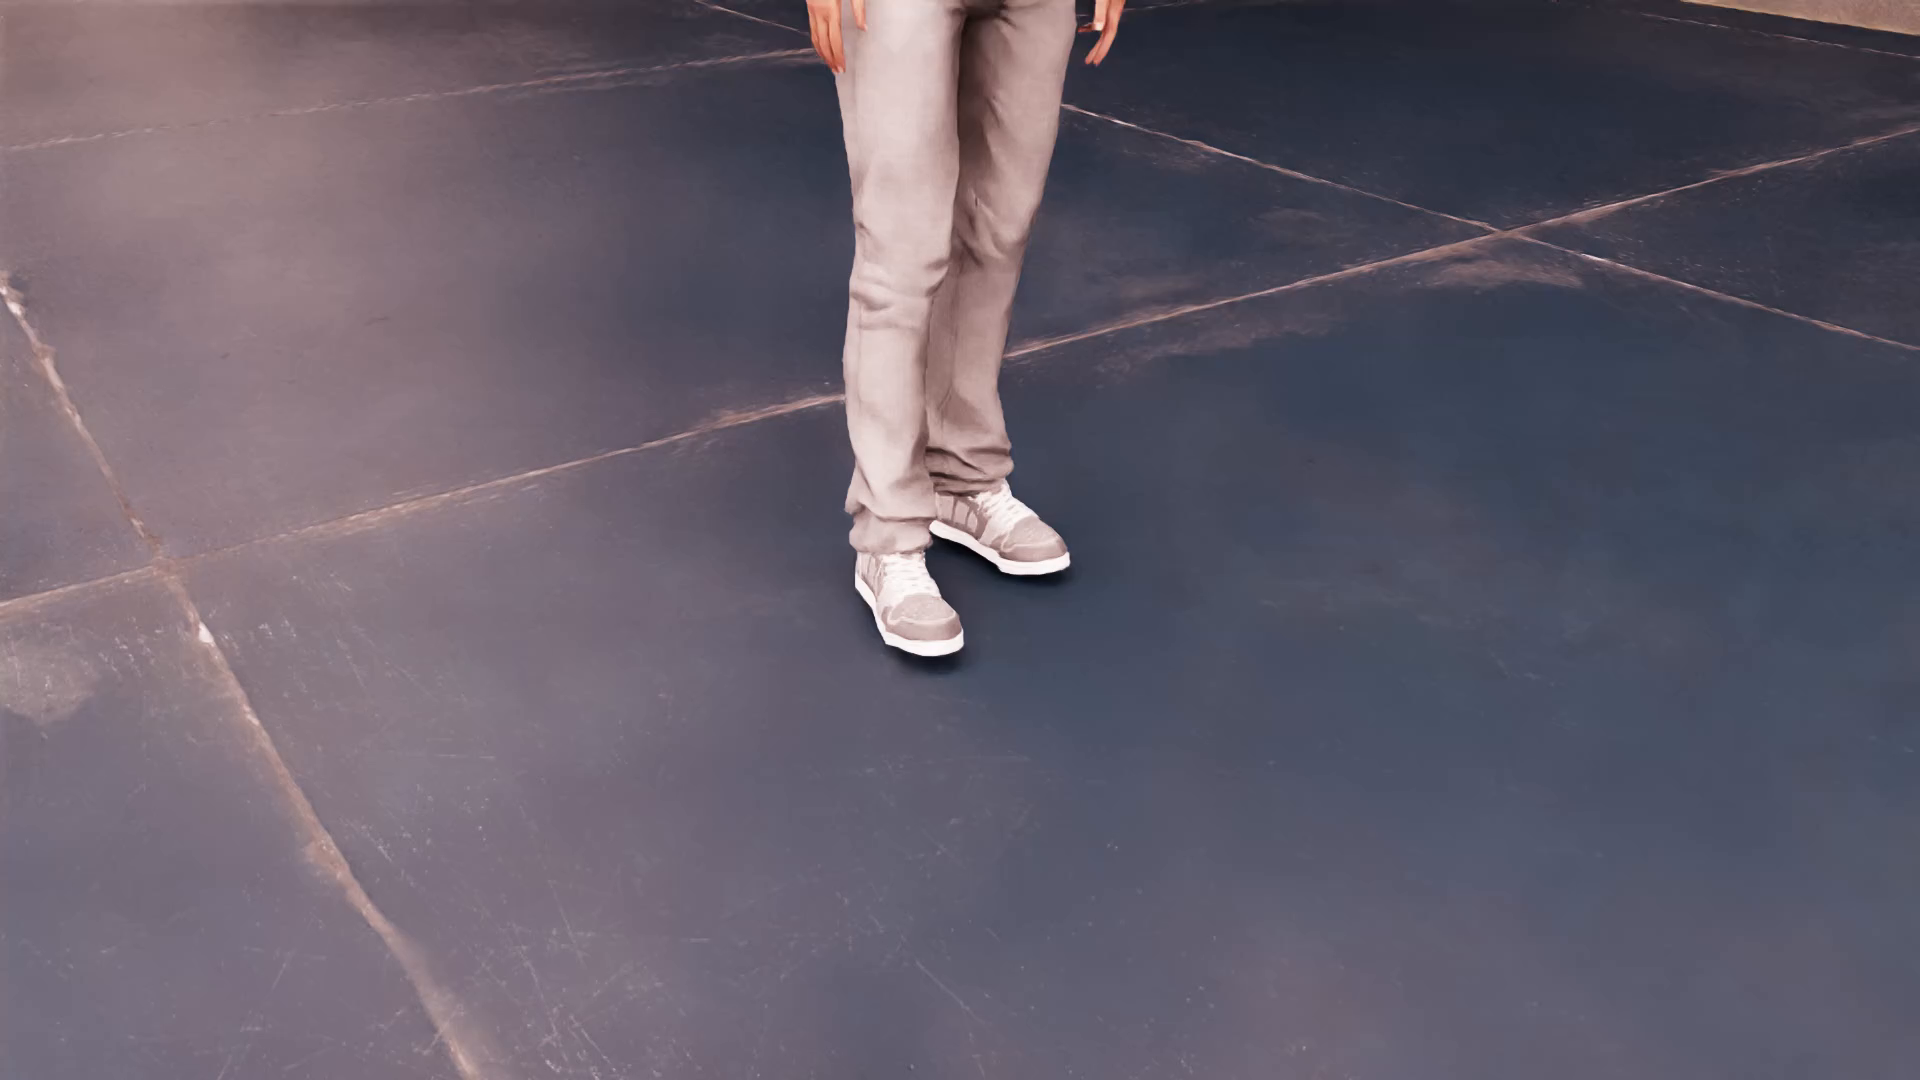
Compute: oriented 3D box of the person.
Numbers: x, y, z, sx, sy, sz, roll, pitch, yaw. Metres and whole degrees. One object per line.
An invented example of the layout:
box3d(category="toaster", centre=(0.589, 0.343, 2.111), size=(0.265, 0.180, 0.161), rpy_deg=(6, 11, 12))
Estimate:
box3d(category="person", centre=(0.031, -0.689, 2.077), size=(0.521, 1.597, 0.474), rpy_deg=(-17, 31, -31))
